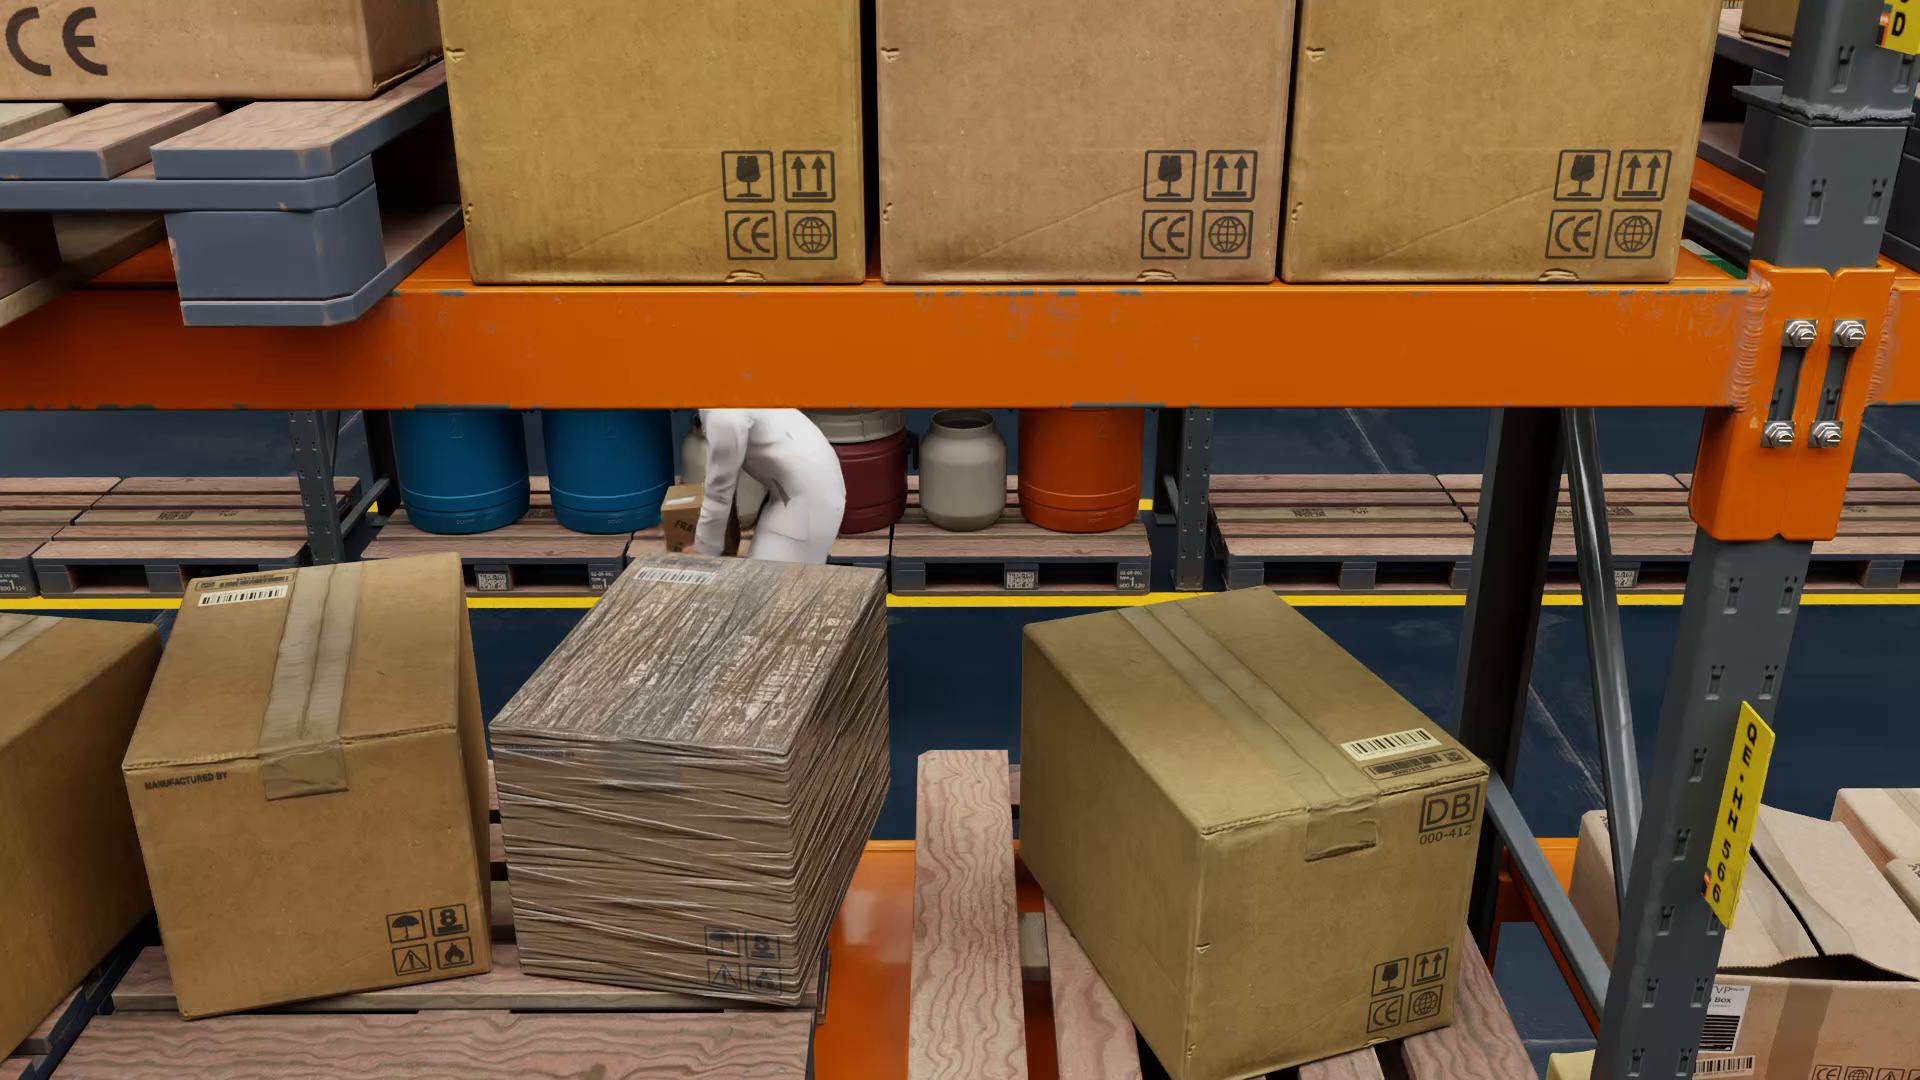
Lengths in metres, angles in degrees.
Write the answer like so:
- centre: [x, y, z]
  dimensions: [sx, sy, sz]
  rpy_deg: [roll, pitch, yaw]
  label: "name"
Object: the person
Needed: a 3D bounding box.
- centre: [-0.801, -0.045, 6.527]
  dimensions: [0.716, 1.537, 0.550]
  rpy_deg: [-1, 24, -2]
  label: "person"
